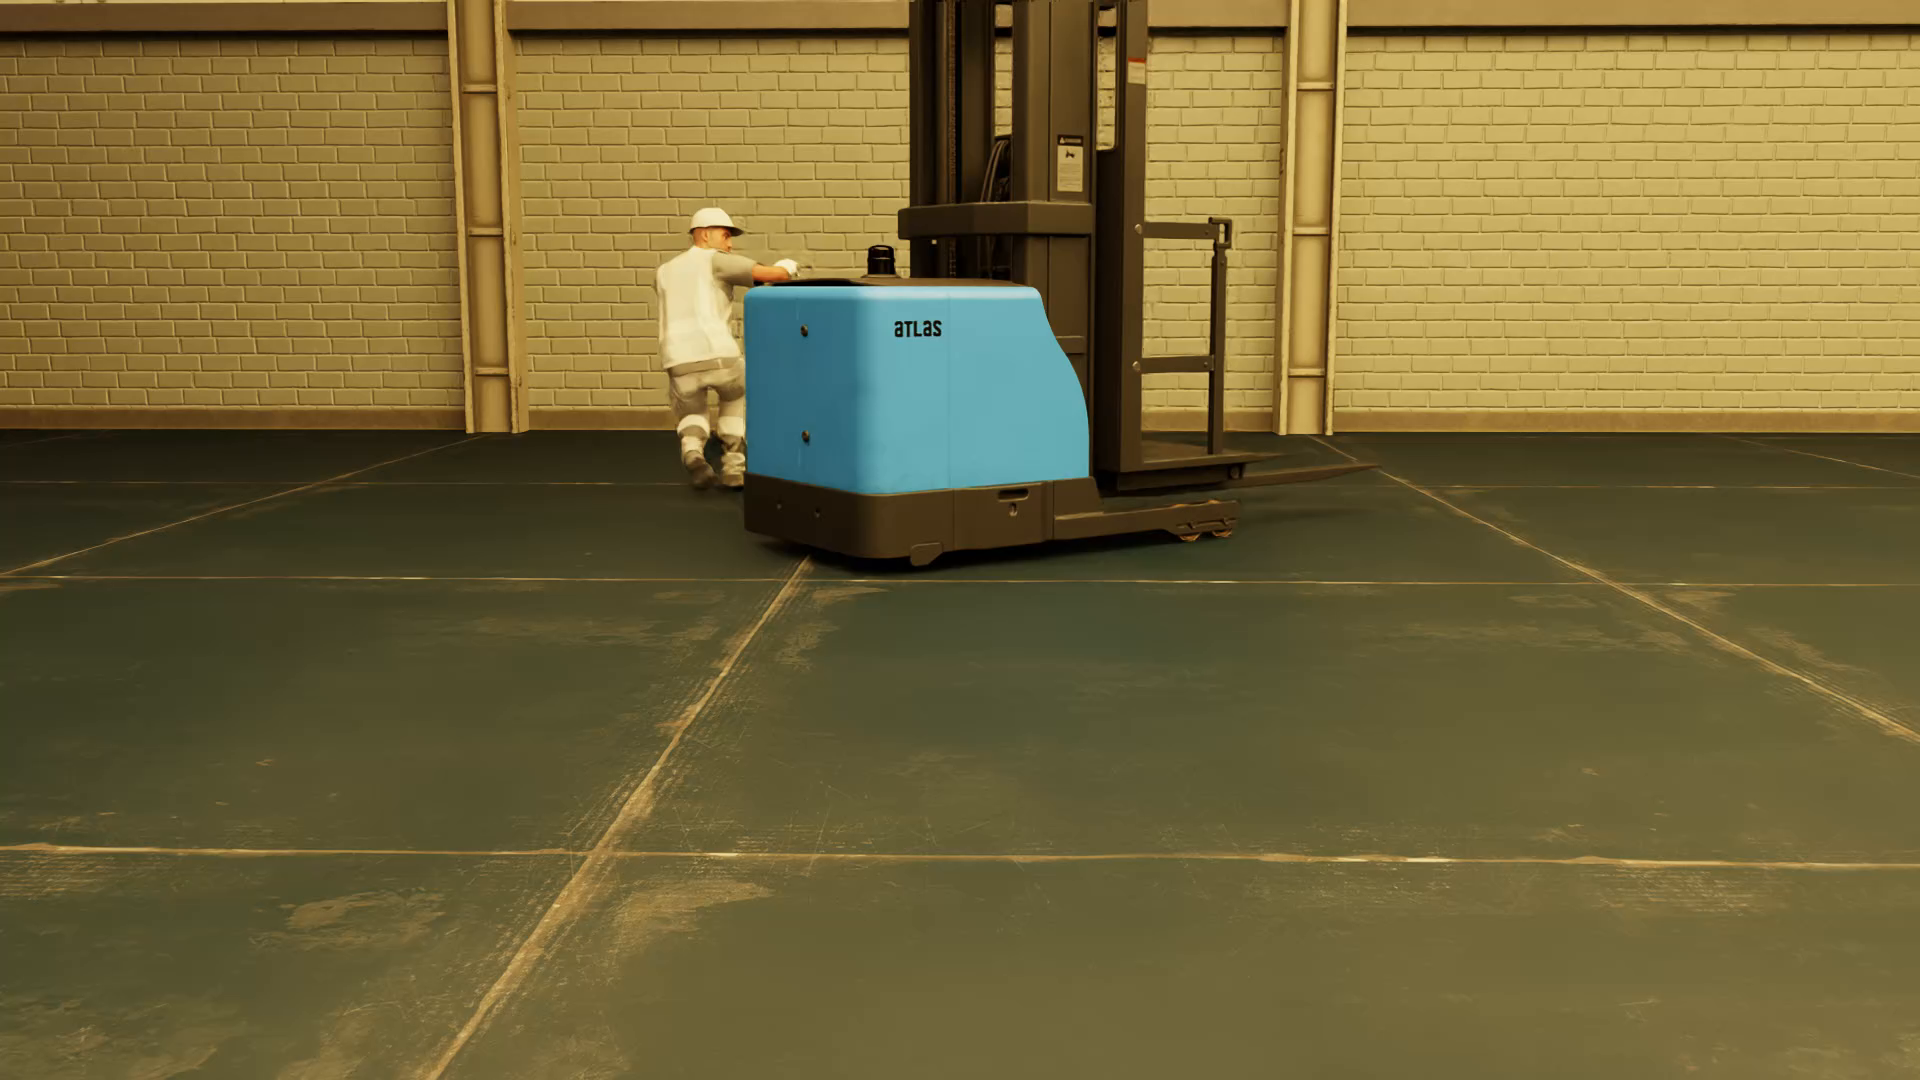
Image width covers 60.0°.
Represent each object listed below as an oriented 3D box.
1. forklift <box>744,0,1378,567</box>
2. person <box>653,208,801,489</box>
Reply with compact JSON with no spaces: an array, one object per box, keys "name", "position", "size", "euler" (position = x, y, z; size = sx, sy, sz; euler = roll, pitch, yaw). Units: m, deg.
[{"name":"forklift","position":[0.594,-1.498,7.229],"size":[3.031,2.935,1.130],"euler":[-6,11,-35]},{"name":"person","position":[-1.229,-1.009,8.824],"size":[0.788,1.479,1.020],"euler":[1,9,8]}]
